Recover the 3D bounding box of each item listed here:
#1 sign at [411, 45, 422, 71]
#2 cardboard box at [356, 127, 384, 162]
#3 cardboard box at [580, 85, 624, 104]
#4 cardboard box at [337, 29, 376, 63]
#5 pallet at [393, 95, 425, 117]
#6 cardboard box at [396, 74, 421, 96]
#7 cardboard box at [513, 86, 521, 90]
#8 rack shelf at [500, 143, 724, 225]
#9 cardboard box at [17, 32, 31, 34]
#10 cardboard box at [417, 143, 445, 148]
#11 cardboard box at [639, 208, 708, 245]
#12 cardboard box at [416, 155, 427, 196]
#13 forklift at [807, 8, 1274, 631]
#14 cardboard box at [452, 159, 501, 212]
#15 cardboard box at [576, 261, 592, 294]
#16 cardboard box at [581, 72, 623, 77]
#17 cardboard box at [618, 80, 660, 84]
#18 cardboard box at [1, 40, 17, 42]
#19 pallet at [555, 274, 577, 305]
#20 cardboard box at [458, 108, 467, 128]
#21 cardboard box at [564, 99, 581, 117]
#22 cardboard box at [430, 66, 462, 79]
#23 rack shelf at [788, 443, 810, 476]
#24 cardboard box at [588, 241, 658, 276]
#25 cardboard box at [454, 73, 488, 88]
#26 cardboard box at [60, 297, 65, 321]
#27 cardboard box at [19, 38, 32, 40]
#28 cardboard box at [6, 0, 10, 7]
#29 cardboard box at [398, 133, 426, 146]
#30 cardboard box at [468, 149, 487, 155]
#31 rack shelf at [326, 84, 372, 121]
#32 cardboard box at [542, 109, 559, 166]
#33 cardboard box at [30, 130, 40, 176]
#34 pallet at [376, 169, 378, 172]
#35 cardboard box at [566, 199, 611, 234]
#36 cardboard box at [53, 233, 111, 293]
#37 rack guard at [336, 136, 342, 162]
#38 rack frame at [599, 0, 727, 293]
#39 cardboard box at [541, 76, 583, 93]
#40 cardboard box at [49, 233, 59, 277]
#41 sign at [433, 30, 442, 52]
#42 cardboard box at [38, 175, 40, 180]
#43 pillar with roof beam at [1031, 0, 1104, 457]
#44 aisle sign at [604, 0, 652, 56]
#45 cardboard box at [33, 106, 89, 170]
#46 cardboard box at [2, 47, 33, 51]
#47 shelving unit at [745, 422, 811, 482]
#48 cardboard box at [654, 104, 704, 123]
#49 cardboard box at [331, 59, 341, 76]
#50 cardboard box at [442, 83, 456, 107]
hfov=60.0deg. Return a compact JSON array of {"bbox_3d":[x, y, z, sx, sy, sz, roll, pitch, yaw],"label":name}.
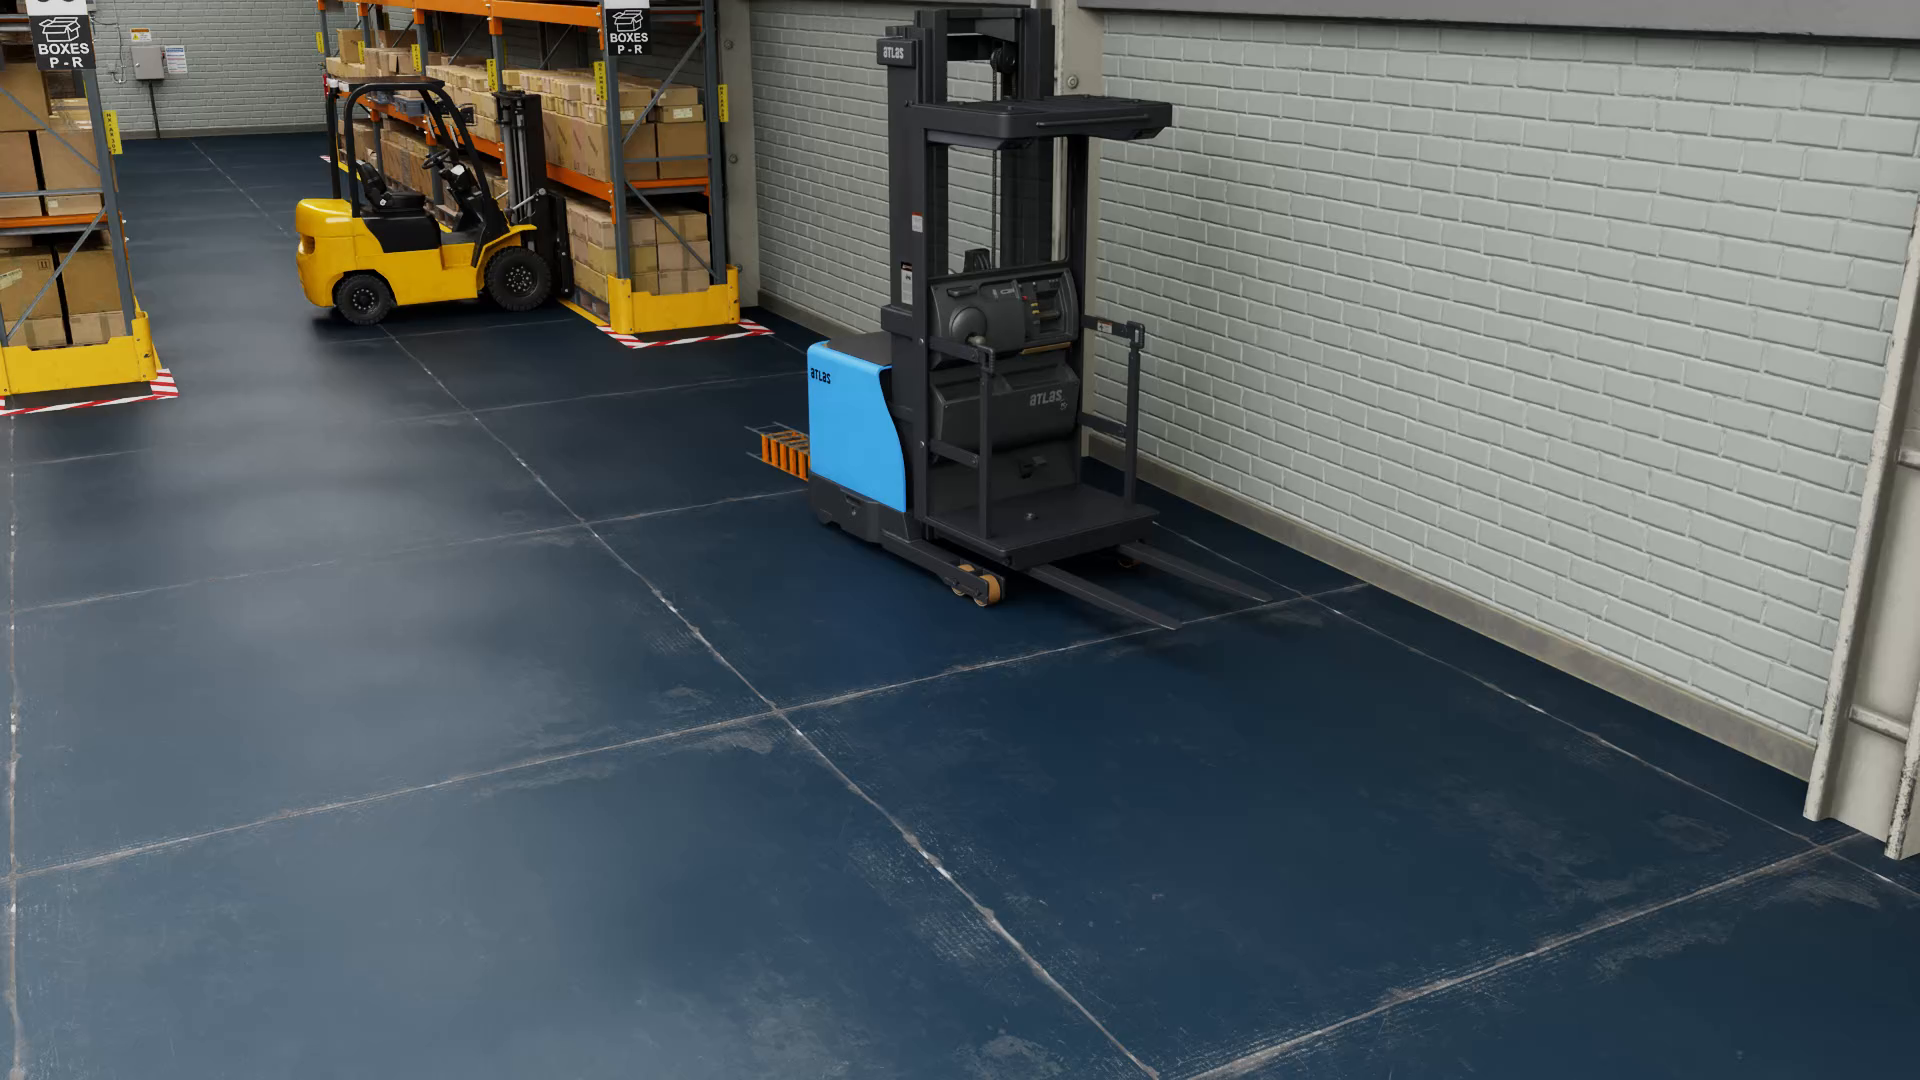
[{"bbox_3d":[-6.909,-6.132,21.150,0.100,0.325,0.005,-10,21,-27],"label":"sign"},{"bbox_3d":[-9.163,-6.283,26.429,0.700,0.500,0.500,-11,22,-29],"label":"cardboard box"},{"bbox_3d":[-3.285,-4.114,15.352,0.380,0.149,0.250,-9,21,-25],"label":"cardboard box"},{"bbox_3d":[-9.544,-7.827,26.340,0.500,0.500,0.500,-9,21,-25],"label":"cardboard box"},{"bbox_3d":[-6.819,-5.802,22.141,1.213,0.211,1.003,-10,21,-27],"label":"pallet"},{"bbox_3d":[-7.222,-6.089,22.266,0.500,0.250,0.500,-11,22,-29],"label":"cardboard box"},{"bbox_3d":[-4.492,-4.708,17.530,0.380,0.149,0.250,-9,21,-25],"label":"cardboard box"},{"bbox_3d":[-3.587,-3.646,16.703,1.077,0.370,4.000,-10,21,-27],"label":"rack shelf"},{"bbox_3d":[-12.715,-6.781,22.999,0.500,0.500,0.500,-10,21,-26],"label":"cardboard box"},{"bbox_3d":[-7.136,-5.291,22.560,0.380,0.149,0.250,-11,22,-28],"label":"cardboard box"},{"bbox_3d":[-2.699,-2.951,15.624,0.500,0.250,0.500,-10,22,-27],"label":"cardboard box"},{"bbox_3d":[-7.054,-4.959,22.593,0.500,0.500,0.500,-10,22,-27],"label":"cardboard box"},{"bbox_3d":[0.372,-1.220,8.674,1.130,2.935,3.031,-13,23,-34],"label":"forklift"},{"bbox_3d":[-5.834,-4.417,20.831,0.875,0.625,0.625,-9,21,-25],"label":"cardboard box"},{"bbox_3d":[-3.366,-2.541,15.969,0.500,0.250,0.500,-10,21,-27],"label":"cardboard box"},{"bbox_3d":[-3.725,-4.796,17.328,0.380,0.149,0.250,-10,22,-28],"label":"cardboard box"},{"bbox_3d":[-3.092,-4.336,15.993,0.380,0.149,0.250,-9,21,-25],"label":"cardboard box"},{"bbox_3d":[-11.529,-5.713,19.903,0.500,0.500,0.500,-10,21,-26],"label":"cardboard box"},{"bbox_3d":[-3.612,-2.657,17.008,1.003,0.211,1.213,-10,21,-27],"label":"pallet"},{"bbox_3d":[-5.710,-5.032,19.845,0.500,0.250,0.500,-9,21,-25],"label":"cardboard box"},{"bbox_3d":[-3.541,-4.117,15.818,0.380,0.149,0.250,-11,22,-28],"label":"cardboard box"},{"bbox_3d":[-6.416,-5.849,20.837,0.380,0.149,0.250,-9,21,-25],"label":"cardboard box"},{"bbox_3d":[-0.988,-0.534,10.877,0.258,0.180,0.103,-13,23,-33],"label":"rack shelf"},{"bbox_3d":[-3.143,-2.639,15.485,0.500,0.250,0.500,-10,22,-27],"label":"cardboard box"},{"bbox_3d":[-5.721,-5.405,19.548,0.380,0.149,0.250,-11,22,-28],"label":"cardboard box"},{"bbox_3d":[-8.116,-2.031,14.490,0.500,0.250,0.500,-11,22,-29],"label":"cardboard box"},{"bbox_3d":[-11.297,-5.930,20.533,0.500,0.500,0.500,-9,21,-25],"label":"cardboard box"},{"bbox_3d":[-8.681,-4.825,14.801,0.380,0.149,0.250,-10,21,-27],"label":"cardboard box"},{"bbox_3d":[-7.840,-5.743,23.870,0.380,0.149,0.250,-10,21,-27],"label":"cardboard box"},{"bbox_3d":[-6.409,-5.230,22.385,0.380,0.149,0.250,-9,21,-24],"label":"cardboard box"},{"bbox_3d":[-9.285,-7.091,26.686,1.077,0.370,4.000,-10,21,-27],"label":"rack shelf"},{"bbox_3d":[-3.832,-4.000,16.473,0.500,0.500,0.500,-10,21,-26],"label":"cardboard box"},{"bbox_3d":[-8.196,-3.381,14.220,0.500,0.500,0.500,-10,21,-26],"label":"cardboard box"},{"bbox_3d":[-8.660,-5.736,25.932,1.003,0.211,1.213,-10,21,-27],"label":"pallet"},{"bbox_3d":[-3.626,-3.157,16.220,0.500,0.250,0.500,-10,21,-26],"label":"cardboard box"},{"bbox_3d":[-7.407,-2.326,14.196,0.500,0.500,0.500,-11,22,-29],"label":"cardboard box"},{"bbox_3d":[-10.199,-6.802,28.577,1.175,0.500,0.348,-10,21,-27],"label":"rack guard"},{"bbox_3d":[-2.637,-3.412,14.922,1.000,3.000,0.127,-10,21,-27],"label":"rack frame"},{"bbox_3d":[-3.965,-4.560,16.645,0.380,0.149,0.250,-10,21,-27],"label":"cardboard box"},{"bbox_3d":[-8.351,-2.532,14.792,0.500,0.500,0.500,-9,21,-24],"label":"cardboard box"},{"bbox_3d":[-7.848,-7.492,24.968,0.100,0.325,0.005,-10,21,-27],"label":"sign"},{"bbox_3d":[-8.078,-3.040,14.227,0.380,0.149,0.250,-10,21,-27],"label":"cardboard box"},{"bbox_3d":[-3.114,-4.199,8.003,9.100,9.000,0.400,-10,21,-27],"label":"pillar with roof beam"},{"bbox_3d":[-2.864,-4.577,14.312,0.394,0.787,0.004,-10,21,-27],"label":"aisle sign"},{"bbox_3d":[-7.972,-3.595,14.841,0.500,0.500,0.500,-9,21,-25],"label":"cardboard box"},{"bbox_3d":[-8.661,-4.141,14.893,0.700,0.500,0.500,-10,21,-26],"label":"cardboard box"},{"bbox_3d":[-1.014,-0.545,10.912,0.258,0.189,1.200,-13,23,-33],"label":"shelving unit"},{"bbox_3d":[-2.570,-3.904,15.199,0.380,0.149,0.250,-11,22,-28],"label":"cardboard box"},{"bbox_3d":[-10.017,-7.759,27.291,0.500,0.250,0.500,-10,21,-26],"label":"cardboard box"},{"bbox_3d":[-5.971,-5.412,20.181,0.500,0.250,0.500,-11,22,-28],"label":"cardboard box"}]
